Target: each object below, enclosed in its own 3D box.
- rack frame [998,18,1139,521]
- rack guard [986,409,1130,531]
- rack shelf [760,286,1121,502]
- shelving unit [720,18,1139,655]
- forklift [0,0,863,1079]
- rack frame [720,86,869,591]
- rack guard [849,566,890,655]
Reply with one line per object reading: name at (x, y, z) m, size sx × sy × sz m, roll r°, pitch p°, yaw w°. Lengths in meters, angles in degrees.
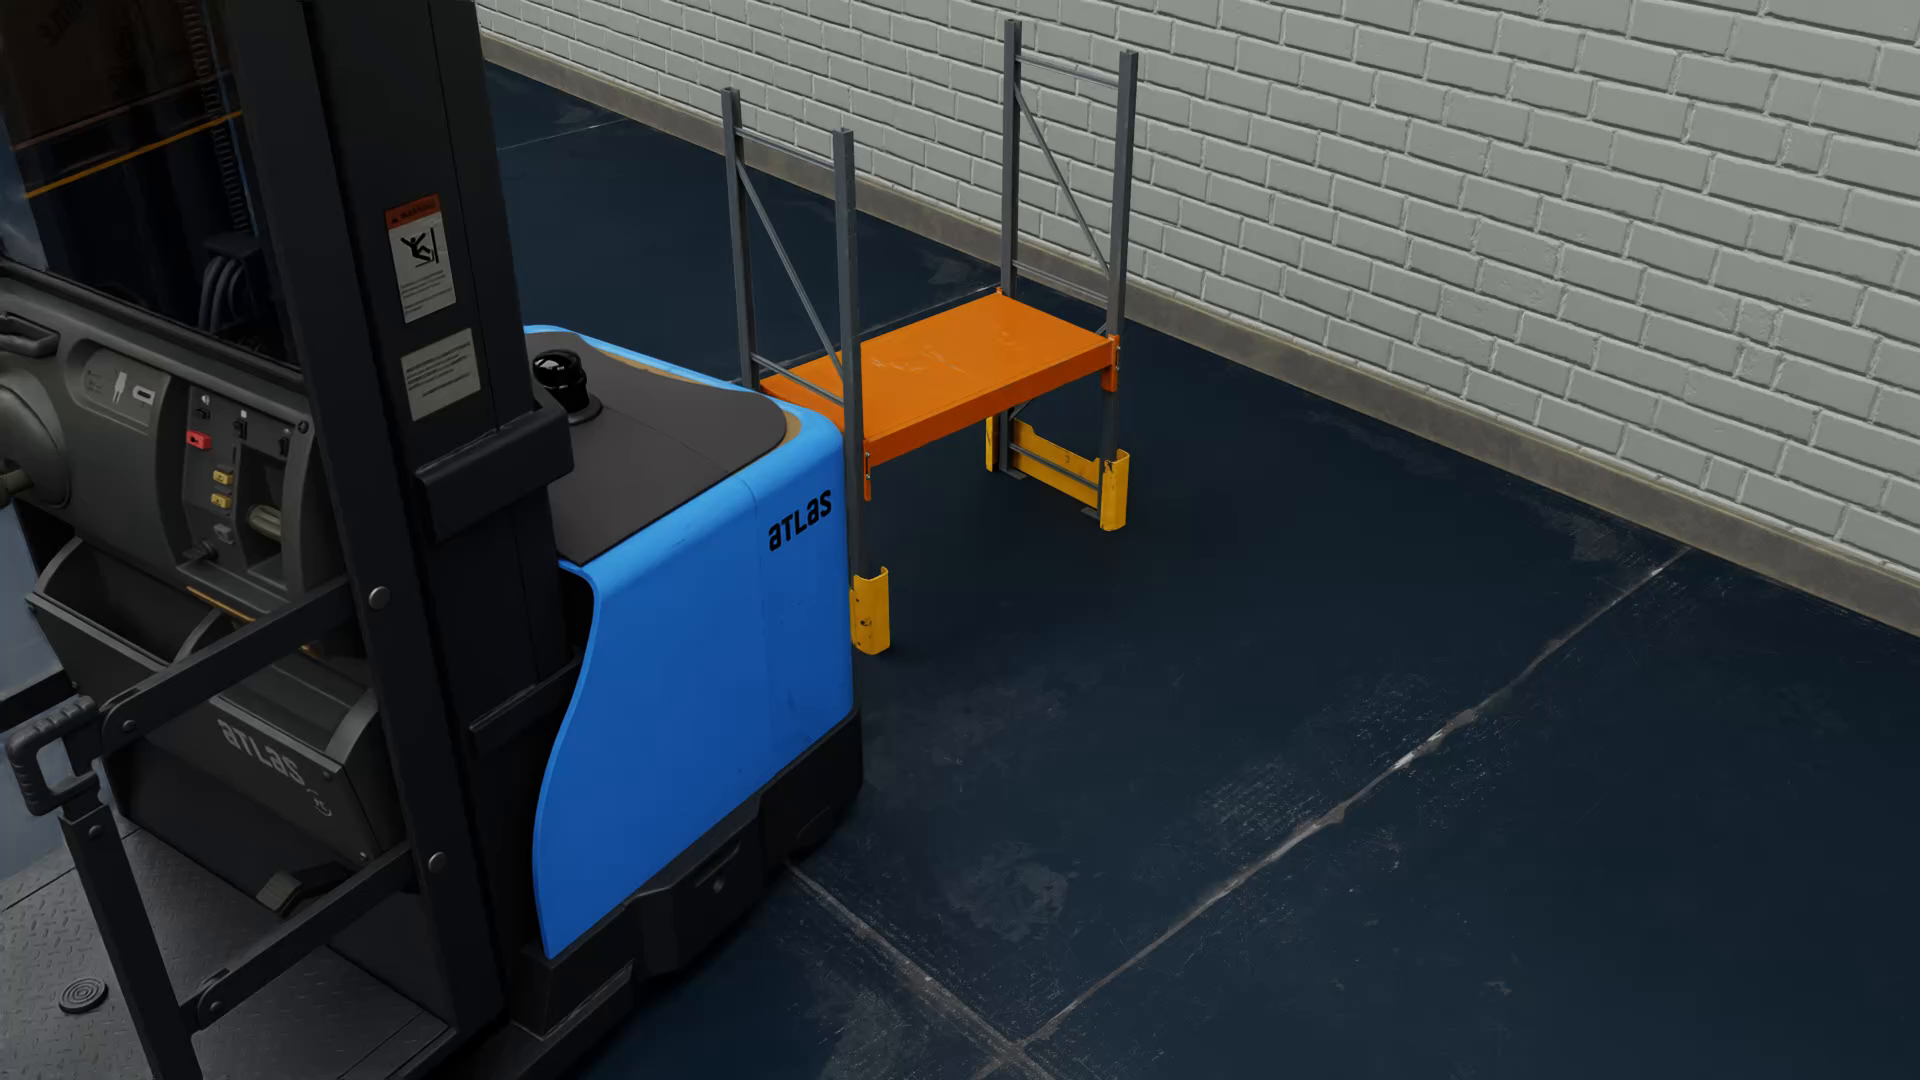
rack frame at (0.310, -0.790, 5.104) m, size 0.032 × 1.500 × 0.500 m, roll -26°, pitch 40°, yaw -35°
rack guard at (0.309, -0.256, 5.429) m, size 0.087 × 0.250 × 0.587 m, roll -26°, pitch 40°, yaw -35°
rack shelf at (-0.063, -0.456, 4.903) m, size 1.000 × 0.185 × 0.538 m, roll -26°, pitch 40°, yaw -35°
shelving unit at (-0.056, -0.613, 4.815) m, size 1.083 × 1.500 × 0.587 m, roll -26°, pitch 40°, yaw -35°
forklift at (-1.488, -0.108, 2.618) m, size 1.130 × 2.935 × 3.031 m, roll 20°, pitch 37°, yaw 29°
rack frame at (-0.435, -0.429, 4.514) m, size 0.032 × 1.500 × 0.500 m, roll -26°, pitch 40°, yaw -35°
rack guard at (-0.421, 0.097, 4.852) m, size 0.087 × 0.250 × 0.587 m, roll -26°, pitch 40°, yaw -35°
